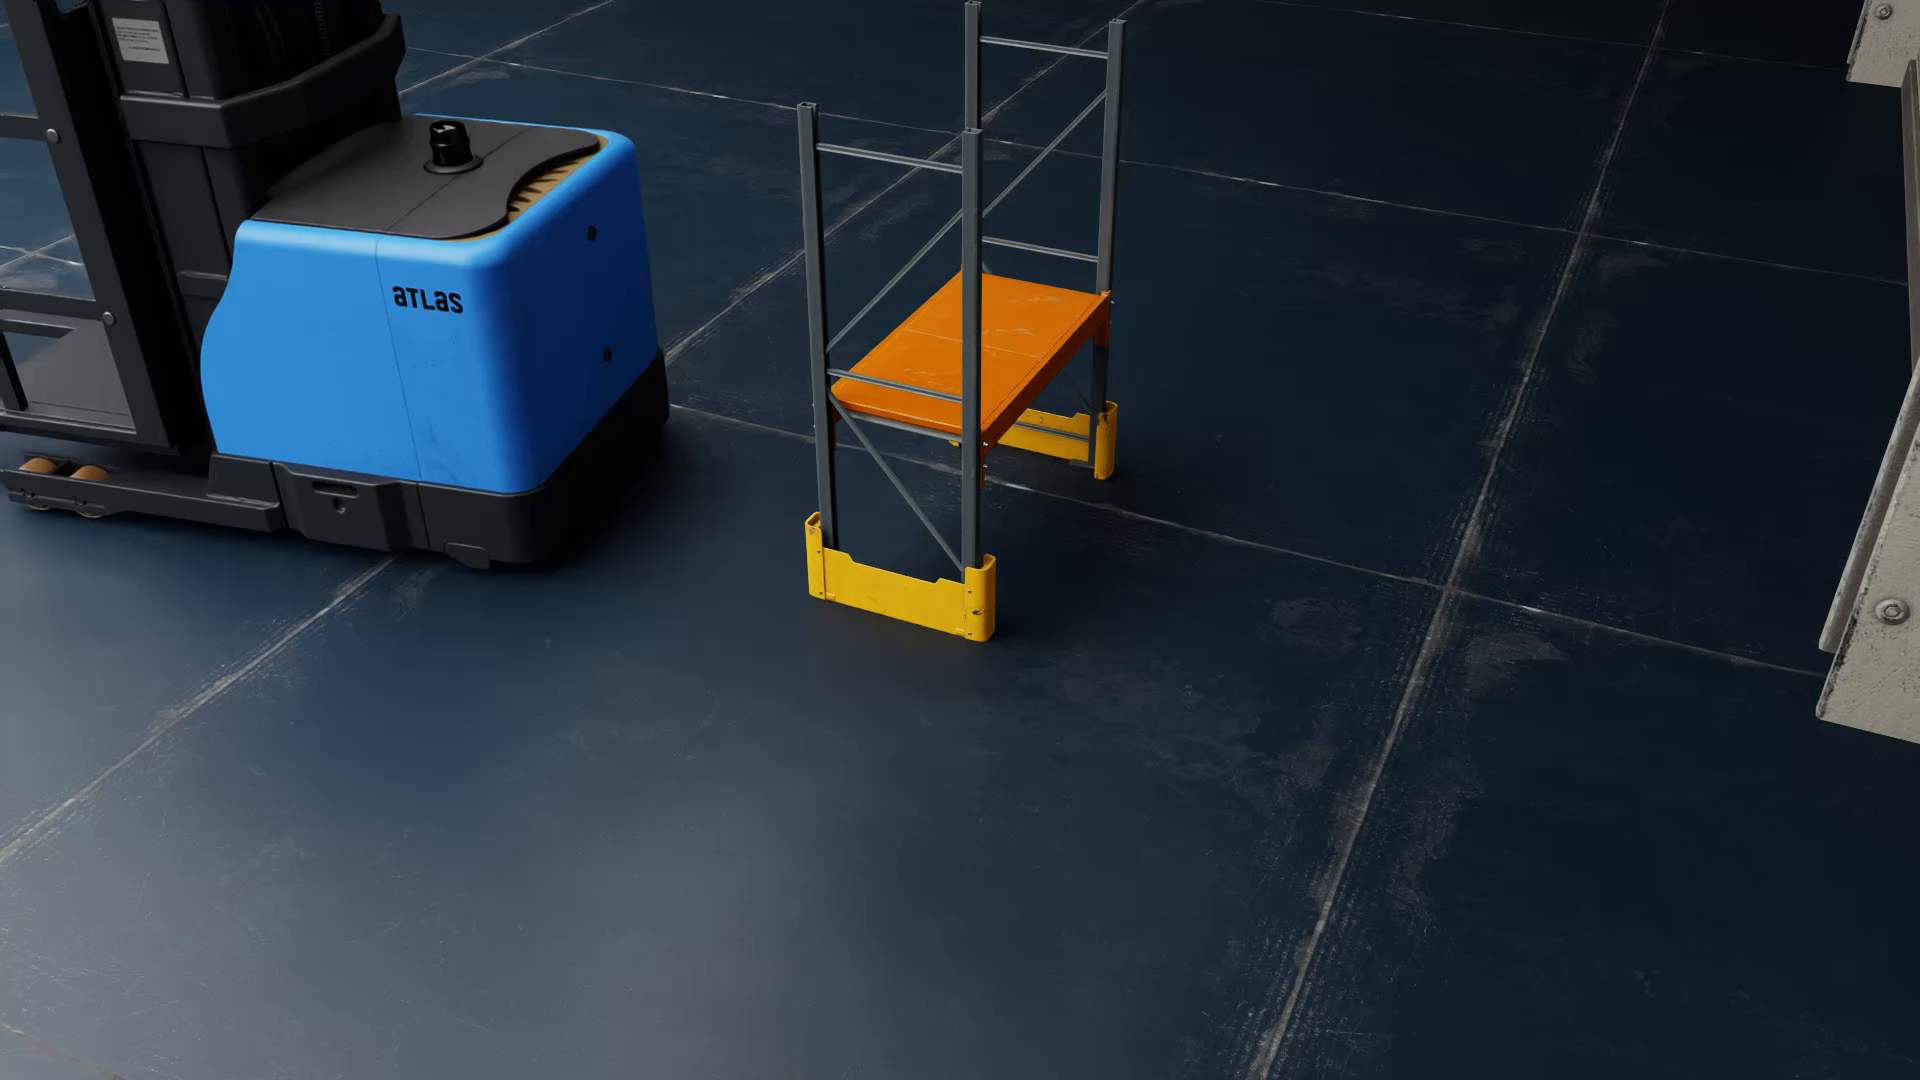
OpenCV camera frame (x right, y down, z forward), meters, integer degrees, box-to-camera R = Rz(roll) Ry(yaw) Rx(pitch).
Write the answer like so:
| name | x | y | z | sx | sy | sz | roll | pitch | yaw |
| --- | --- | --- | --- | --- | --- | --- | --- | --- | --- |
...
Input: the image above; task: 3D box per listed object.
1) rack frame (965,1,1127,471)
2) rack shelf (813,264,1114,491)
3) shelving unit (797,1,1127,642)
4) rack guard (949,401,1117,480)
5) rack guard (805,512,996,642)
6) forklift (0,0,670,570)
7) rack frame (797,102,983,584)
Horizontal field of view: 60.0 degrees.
| name | x | y | z | sx | sy | sz | roll | pitch | yaw |
| --- | --- | --- | --- | --- | --- | --- | --- | --- | --- |
| rack frame | 0.248 | -0.923 | 5.290 | 0.500 | 1.500 | 0.032 | 14 | 36 | 20 |
| rack shelf | 0.036 | -0.519 | 5.002 | 0.538 | 0.185 | 1.000 | 14 | 36 | 20 |
| shelving unit | 0.032 | -0.665 | 4.897 | 0.587 | 1.500 | 1.083 | 14 | 36 | 20 |
| rack guard | 0.240 | -0.391 | 5.618 | 0.587 | 0.250 | 0.087 | 14 | 36 | 20 |
| rack guard | -0.176 | 0.106 | 4.861 | 0.587 | 0.250 | 0.087 | 14 | 36 | 20 |
| forklift | -2.582 | -1.566 | 4.965 | 3.031 | 2.935 | 1.130 | 8 | 34 | 12 |
| rack frame | -0.177 | -0.417 | 4.517 | 0.500 | 1.500 | 0.032 | 14 | 36 | 20 |
